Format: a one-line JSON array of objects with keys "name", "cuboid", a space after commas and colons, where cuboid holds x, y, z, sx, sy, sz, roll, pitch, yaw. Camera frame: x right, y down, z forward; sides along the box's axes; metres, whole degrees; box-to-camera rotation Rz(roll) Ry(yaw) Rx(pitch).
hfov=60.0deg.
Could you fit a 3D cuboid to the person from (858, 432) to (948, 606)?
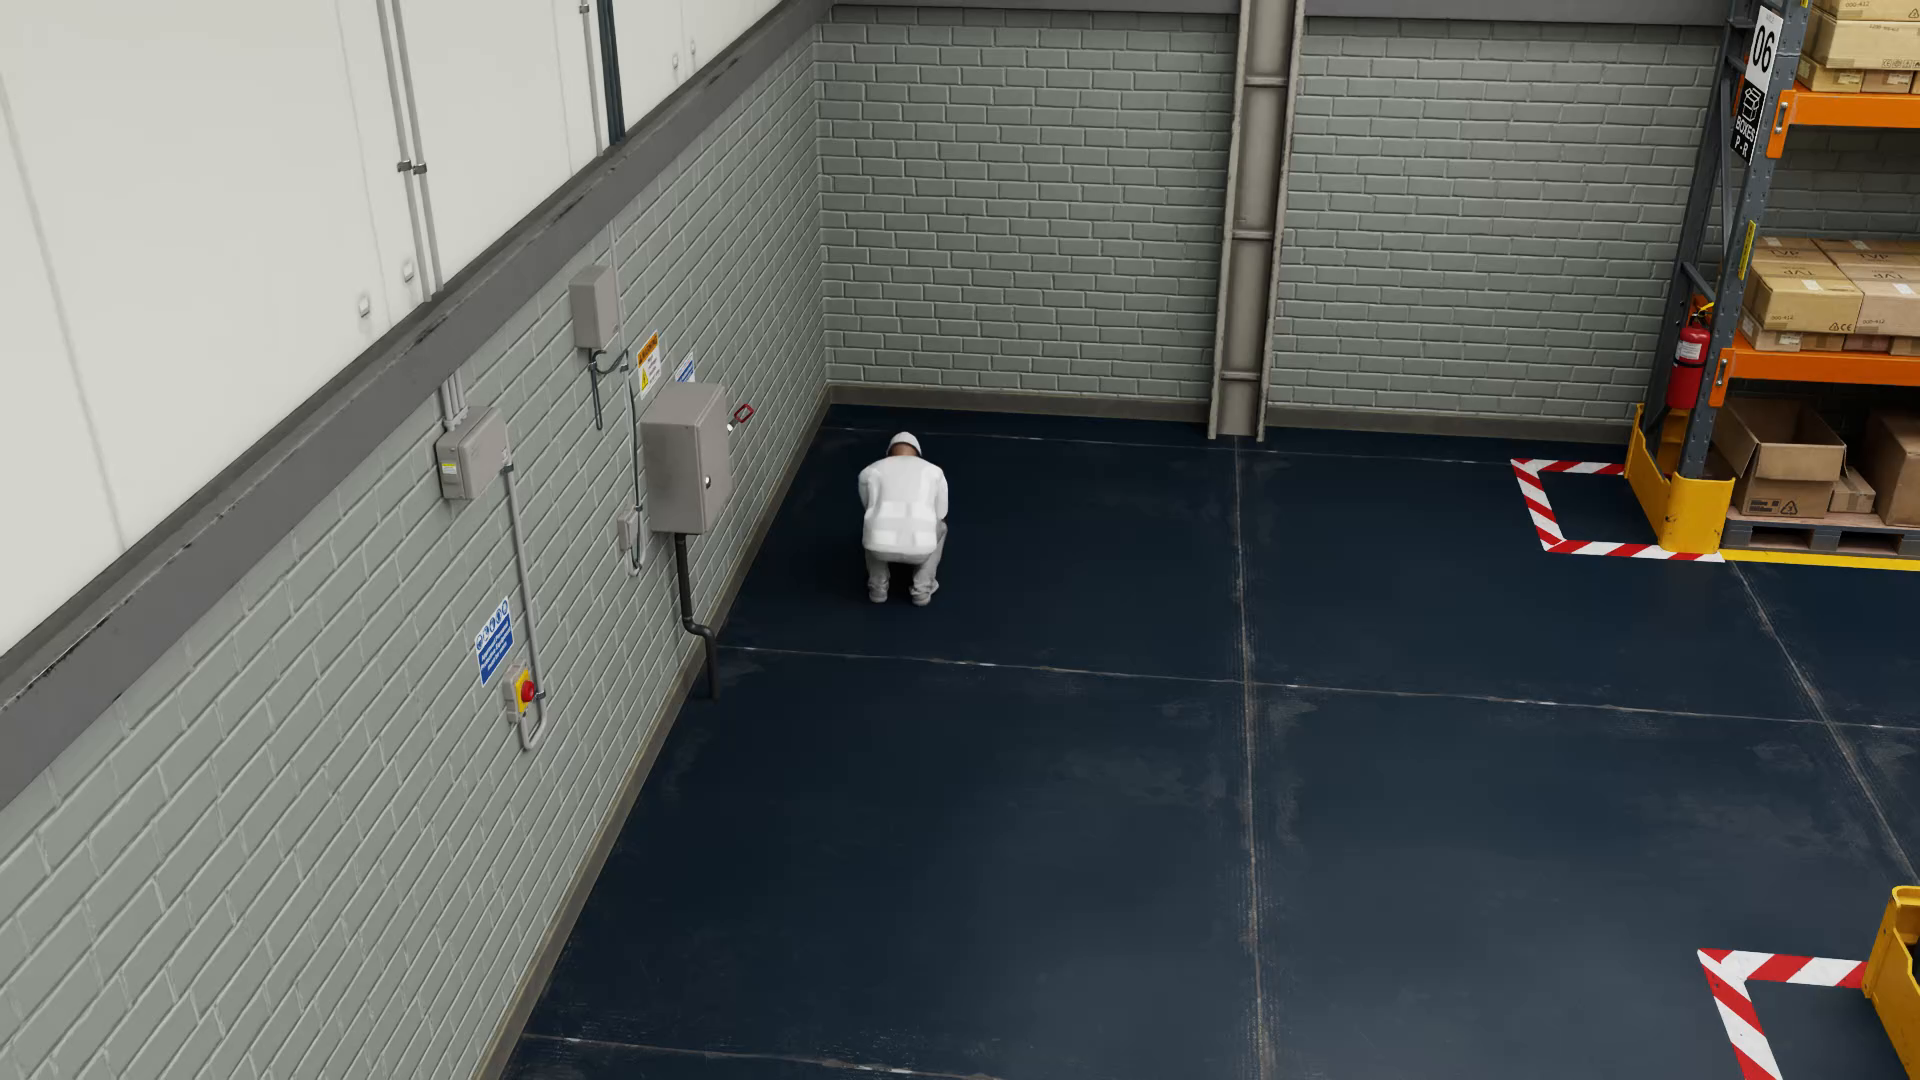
[{"name": "person", "cuboid": [-0.351, -0.084, 9.855, 0.535, 0.875, 0.939, 3, 28, 5]}]
